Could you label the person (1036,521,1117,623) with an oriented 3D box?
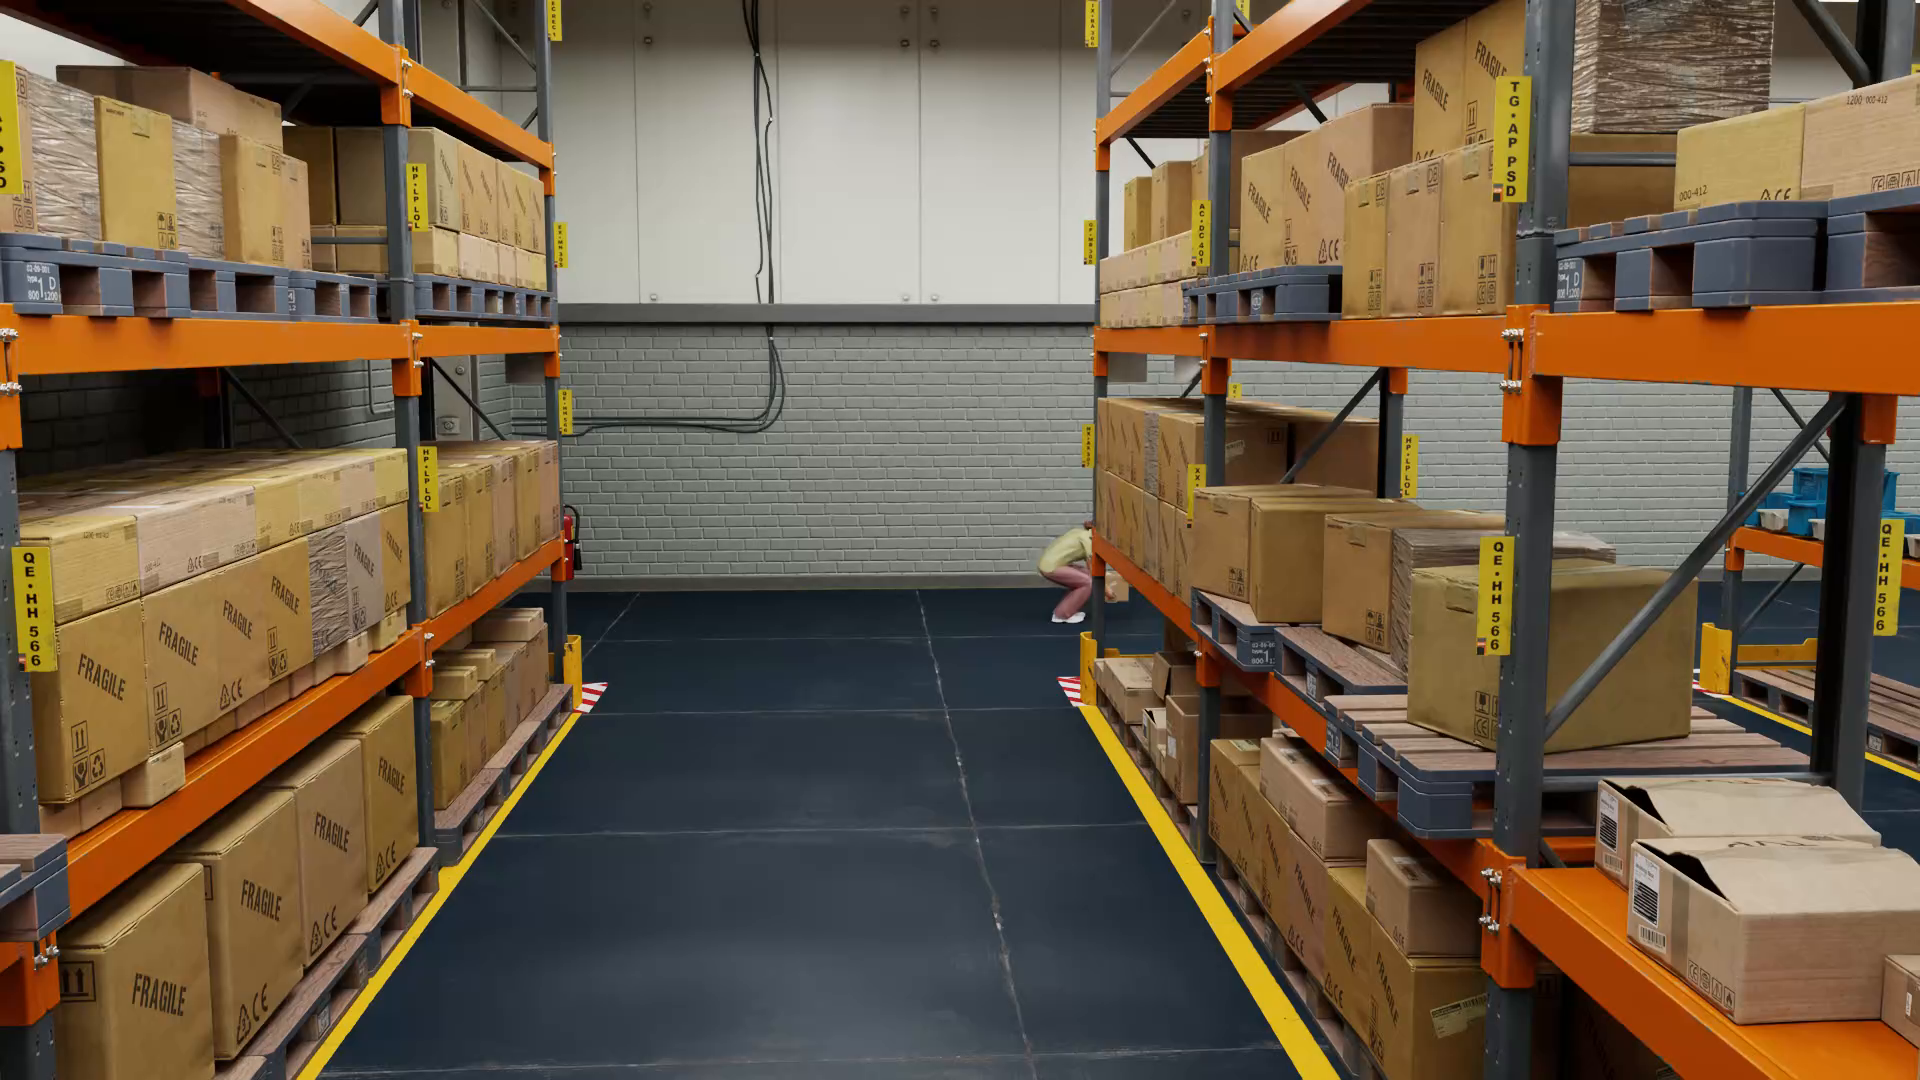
[{"bbox_3d":[1.125,0.283,16.204,0.766,1.008,0.495,0,7,-4],"label":"person"}]
